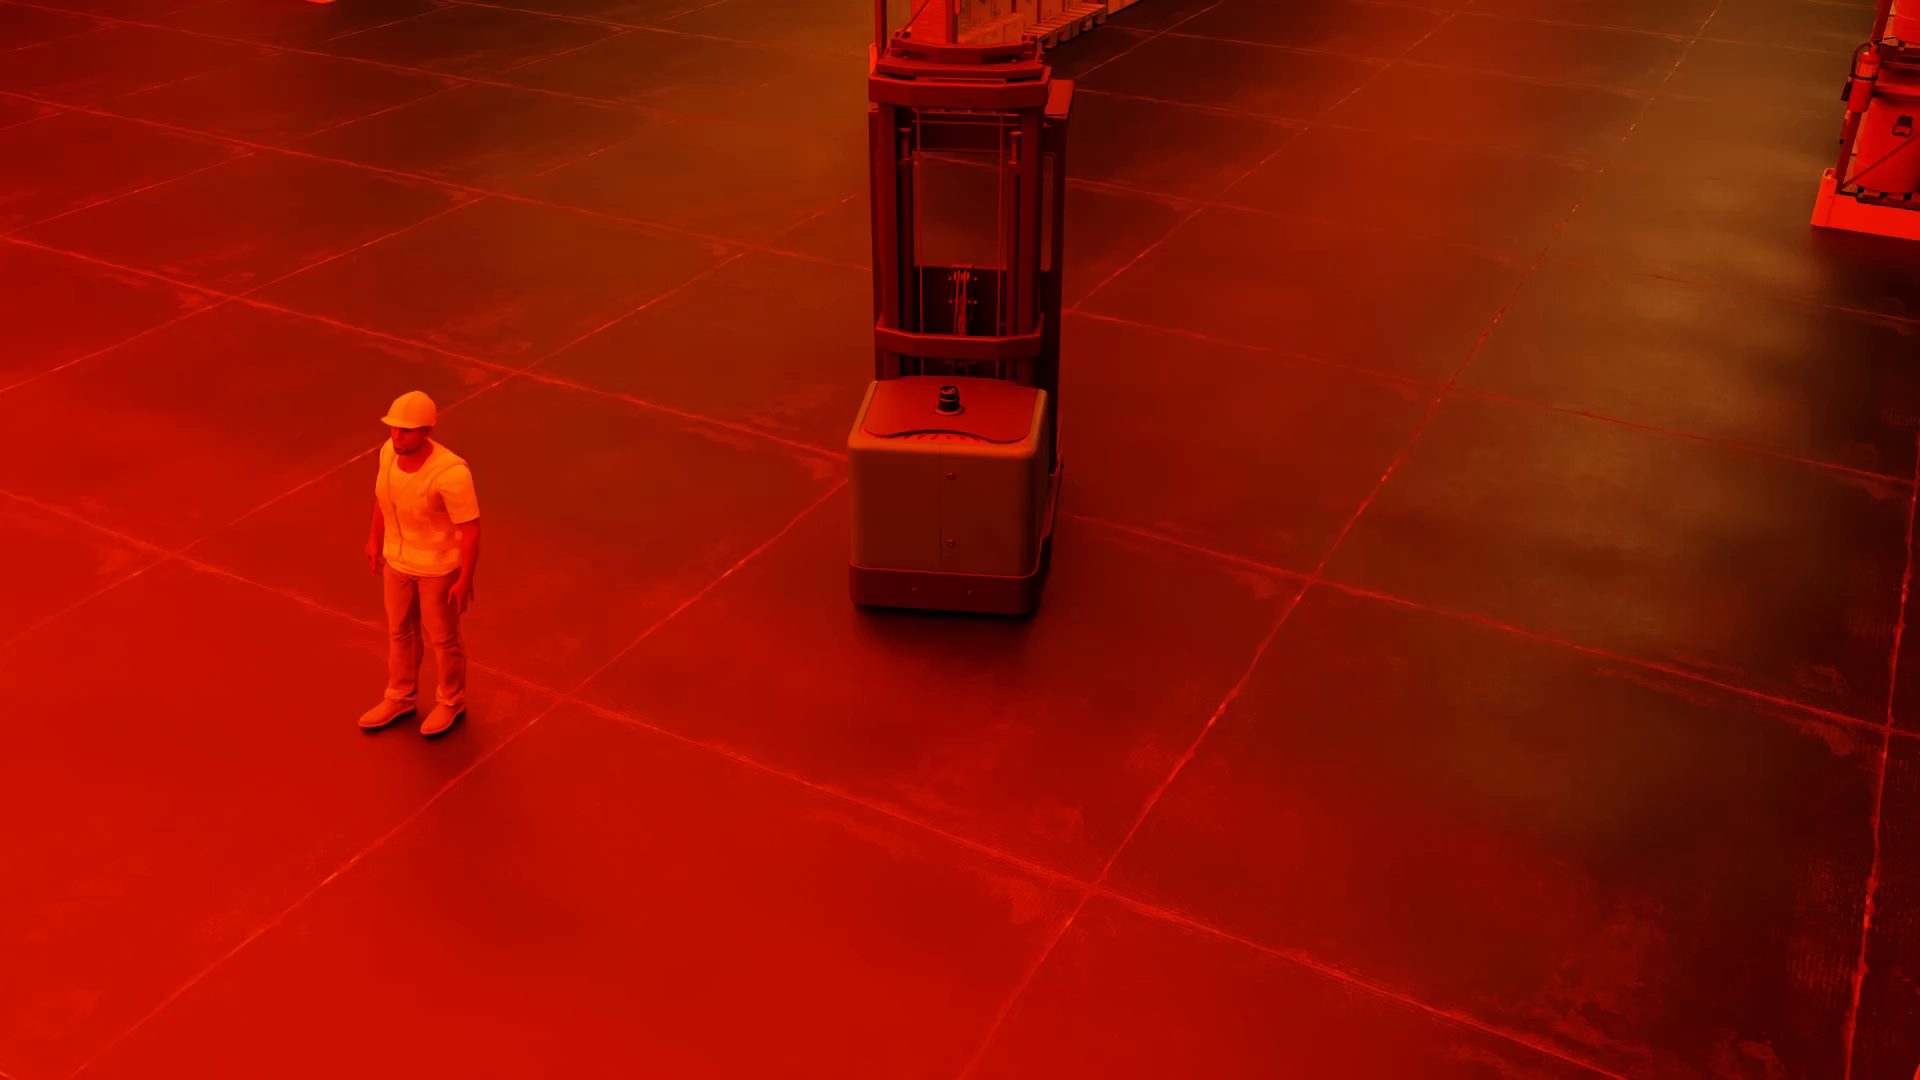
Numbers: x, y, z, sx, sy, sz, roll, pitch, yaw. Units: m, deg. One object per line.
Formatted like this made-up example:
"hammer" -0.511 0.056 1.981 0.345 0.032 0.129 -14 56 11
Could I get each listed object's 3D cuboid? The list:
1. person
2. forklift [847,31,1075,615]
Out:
"person" -2.627 0.135 7.987 0.666 1.766 0.577 16 34 26
"forklift" 0.072 -1.572 9.794 1.130 2.935 3.031 3 30 6
